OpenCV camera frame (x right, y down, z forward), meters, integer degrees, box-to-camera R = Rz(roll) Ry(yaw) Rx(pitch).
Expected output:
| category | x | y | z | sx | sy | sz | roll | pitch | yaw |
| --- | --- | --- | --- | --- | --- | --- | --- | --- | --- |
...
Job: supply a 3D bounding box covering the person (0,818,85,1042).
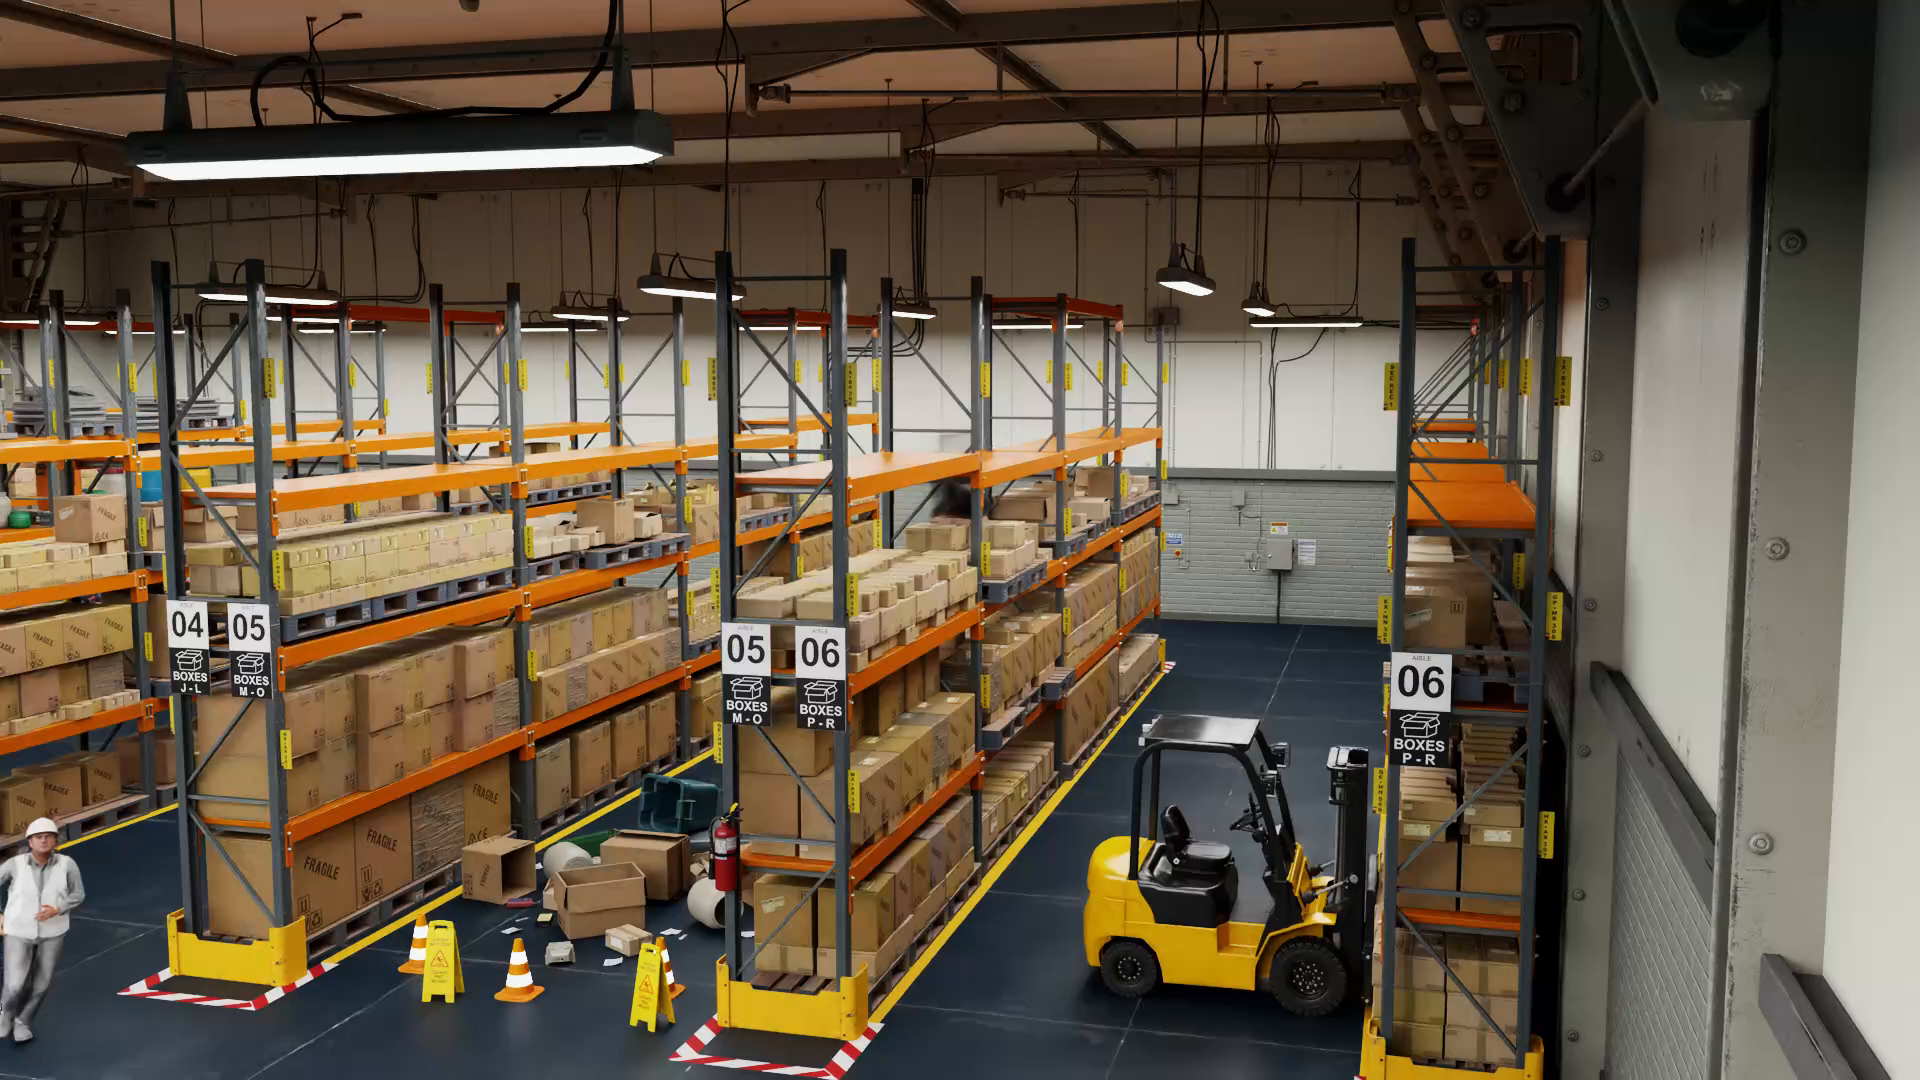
| category | x | y | z | sx | sy | sz | roll | pitch | yaw |
| --- | --- | --- | --- | --- | --- | --- | --- | --- | --- |
| person | -7.021 | 2.971 | 12.670 | 0.657 | 1.700 | 0.545 | -4 | 7 | -36 |
